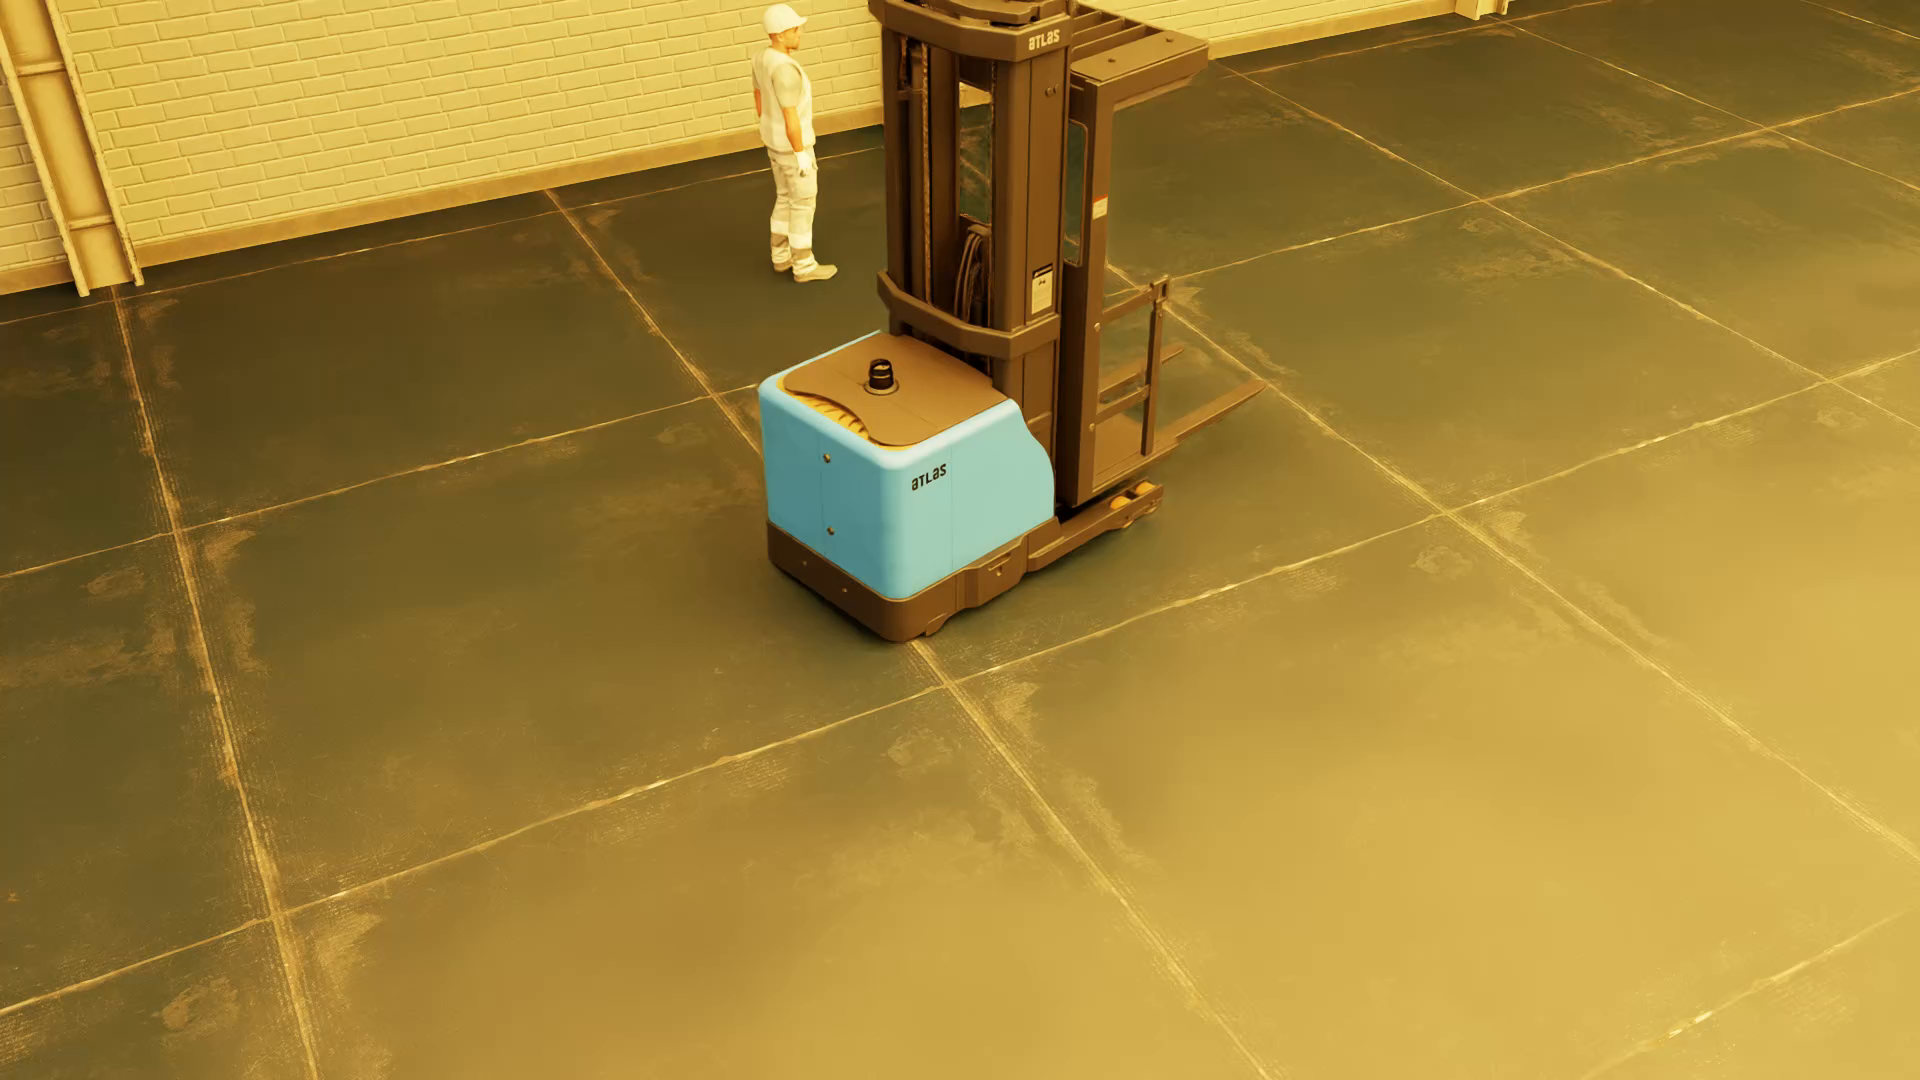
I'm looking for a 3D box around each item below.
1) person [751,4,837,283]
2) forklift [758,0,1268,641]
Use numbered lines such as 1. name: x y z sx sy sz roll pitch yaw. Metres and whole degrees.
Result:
1. person: -1.073 -2.553 10.726 0.383 1.794 0.626 -18 39 -23
2. forklift: 0.441 -1.454 8.180 3.031 2.935 1.130 -29 44 -34
